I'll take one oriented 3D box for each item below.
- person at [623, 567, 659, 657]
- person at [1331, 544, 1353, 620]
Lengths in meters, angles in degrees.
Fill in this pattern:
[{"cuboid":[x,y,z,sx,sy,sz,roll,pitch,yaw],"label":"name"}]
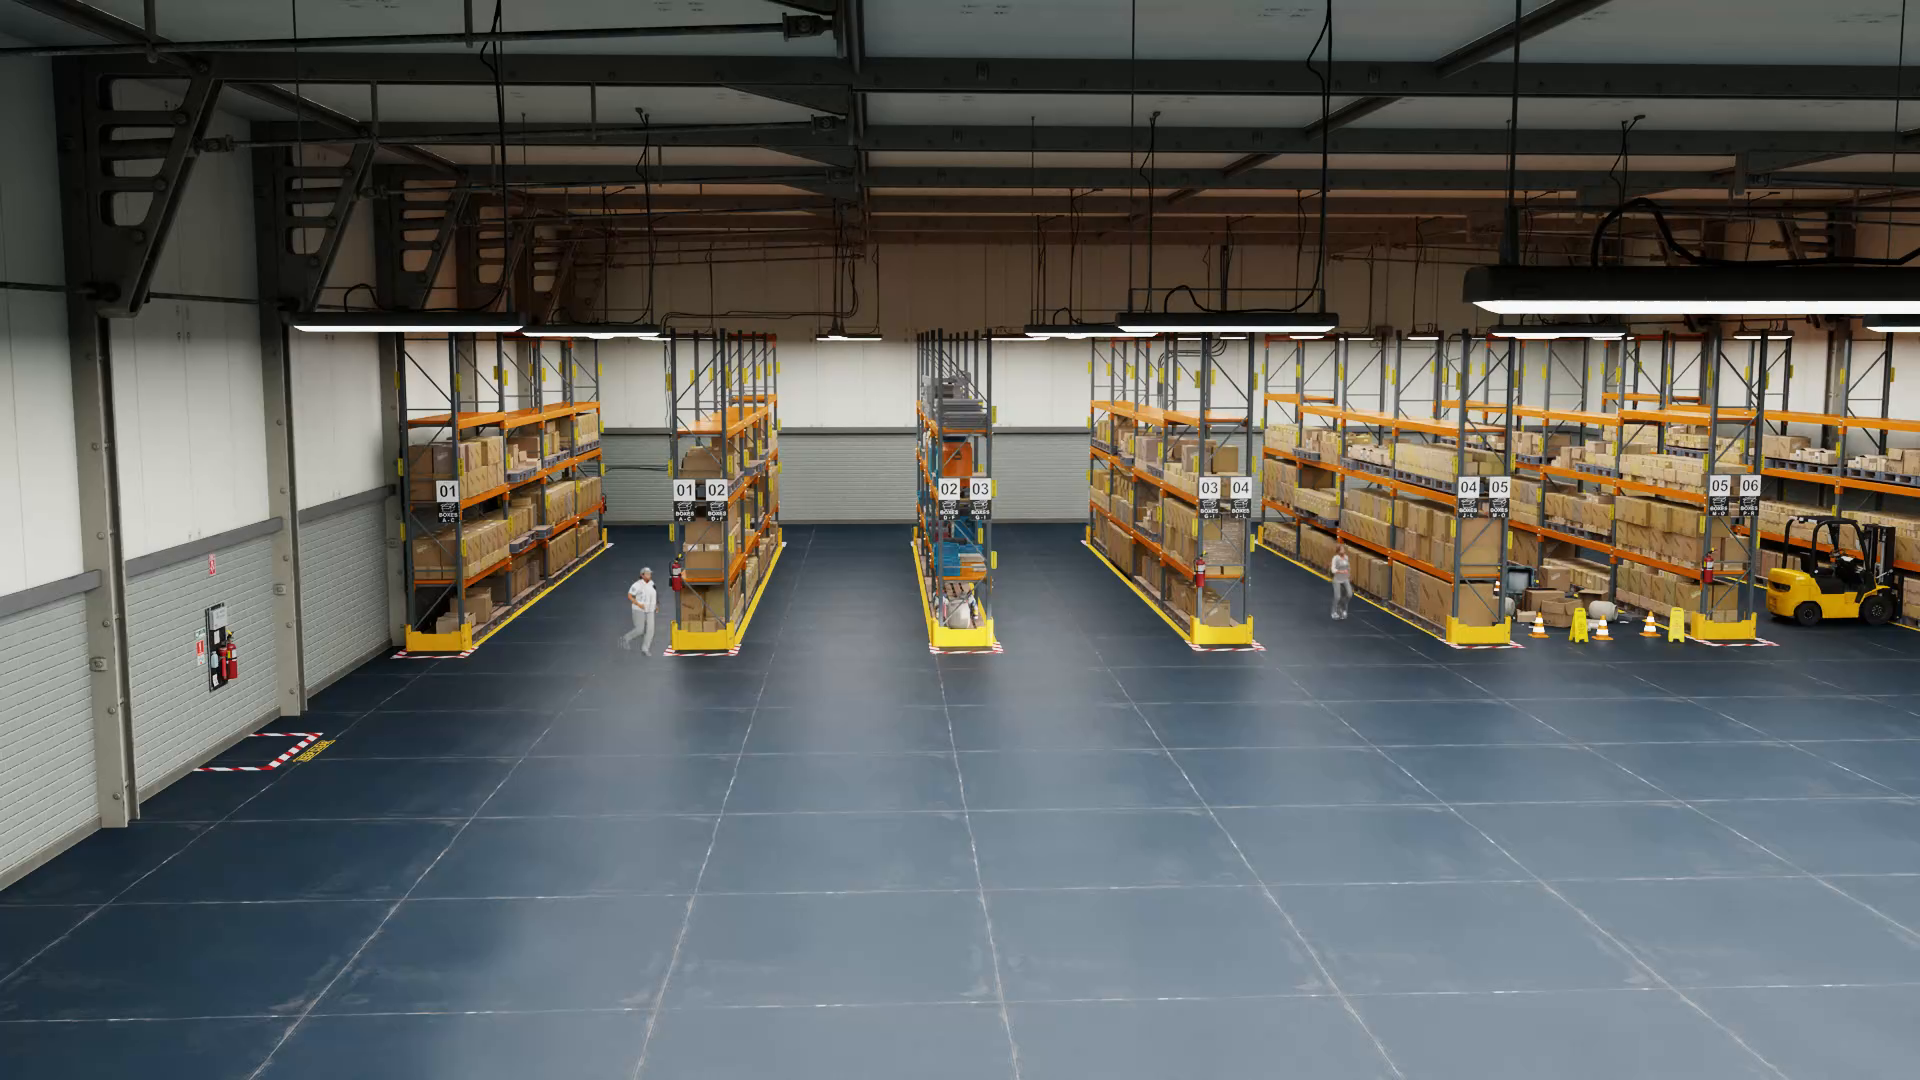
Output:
[{"cuboid":[-5.842,1.312,30.731,0.734,1.620,0.654,6,9,43],"label":"person"},{"cuboid":[7.914,0.870,34.455,0.510,1.578,0.644,-2,7,-14],"label":"person"}]
